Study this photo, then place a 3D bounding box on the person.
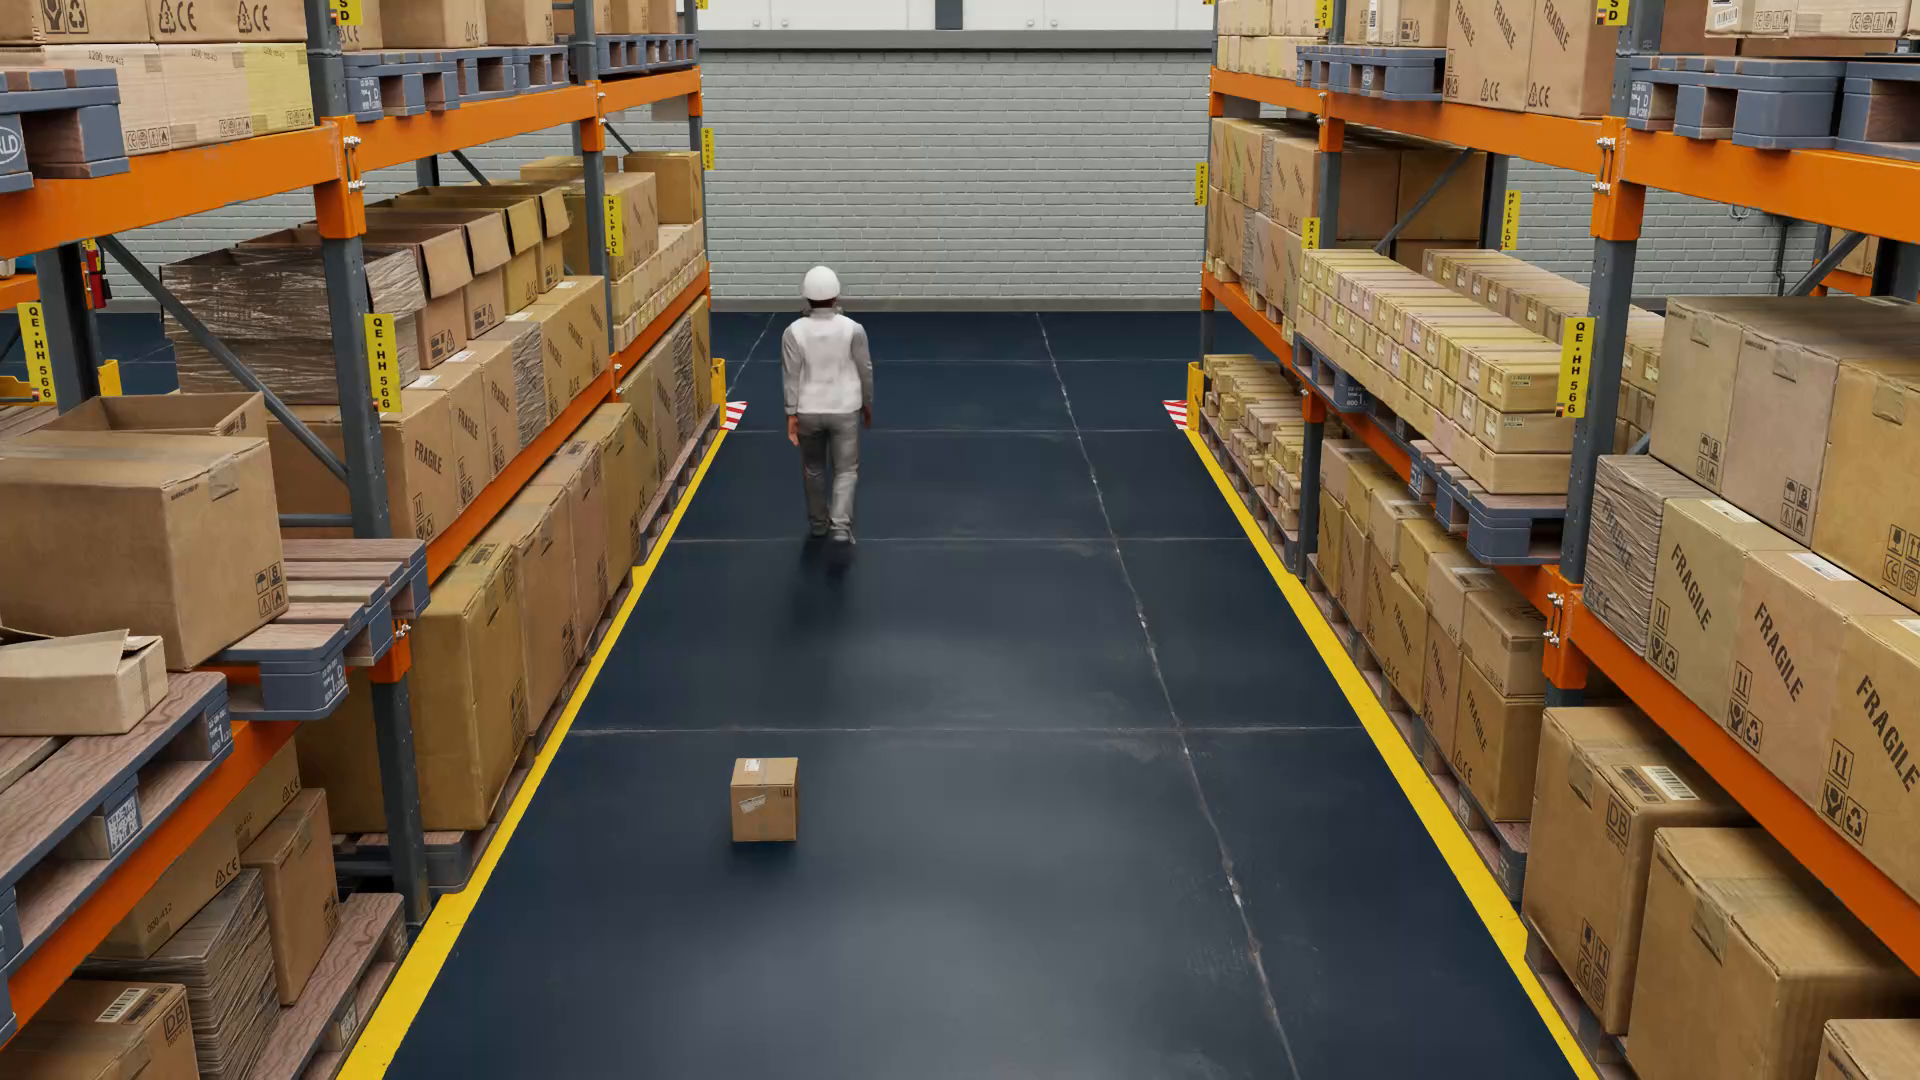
[{"bbox_3d":[-0.799,-0.801,10.129,0.545,1.739,0.942,0,17,0],"label":"person"}]
